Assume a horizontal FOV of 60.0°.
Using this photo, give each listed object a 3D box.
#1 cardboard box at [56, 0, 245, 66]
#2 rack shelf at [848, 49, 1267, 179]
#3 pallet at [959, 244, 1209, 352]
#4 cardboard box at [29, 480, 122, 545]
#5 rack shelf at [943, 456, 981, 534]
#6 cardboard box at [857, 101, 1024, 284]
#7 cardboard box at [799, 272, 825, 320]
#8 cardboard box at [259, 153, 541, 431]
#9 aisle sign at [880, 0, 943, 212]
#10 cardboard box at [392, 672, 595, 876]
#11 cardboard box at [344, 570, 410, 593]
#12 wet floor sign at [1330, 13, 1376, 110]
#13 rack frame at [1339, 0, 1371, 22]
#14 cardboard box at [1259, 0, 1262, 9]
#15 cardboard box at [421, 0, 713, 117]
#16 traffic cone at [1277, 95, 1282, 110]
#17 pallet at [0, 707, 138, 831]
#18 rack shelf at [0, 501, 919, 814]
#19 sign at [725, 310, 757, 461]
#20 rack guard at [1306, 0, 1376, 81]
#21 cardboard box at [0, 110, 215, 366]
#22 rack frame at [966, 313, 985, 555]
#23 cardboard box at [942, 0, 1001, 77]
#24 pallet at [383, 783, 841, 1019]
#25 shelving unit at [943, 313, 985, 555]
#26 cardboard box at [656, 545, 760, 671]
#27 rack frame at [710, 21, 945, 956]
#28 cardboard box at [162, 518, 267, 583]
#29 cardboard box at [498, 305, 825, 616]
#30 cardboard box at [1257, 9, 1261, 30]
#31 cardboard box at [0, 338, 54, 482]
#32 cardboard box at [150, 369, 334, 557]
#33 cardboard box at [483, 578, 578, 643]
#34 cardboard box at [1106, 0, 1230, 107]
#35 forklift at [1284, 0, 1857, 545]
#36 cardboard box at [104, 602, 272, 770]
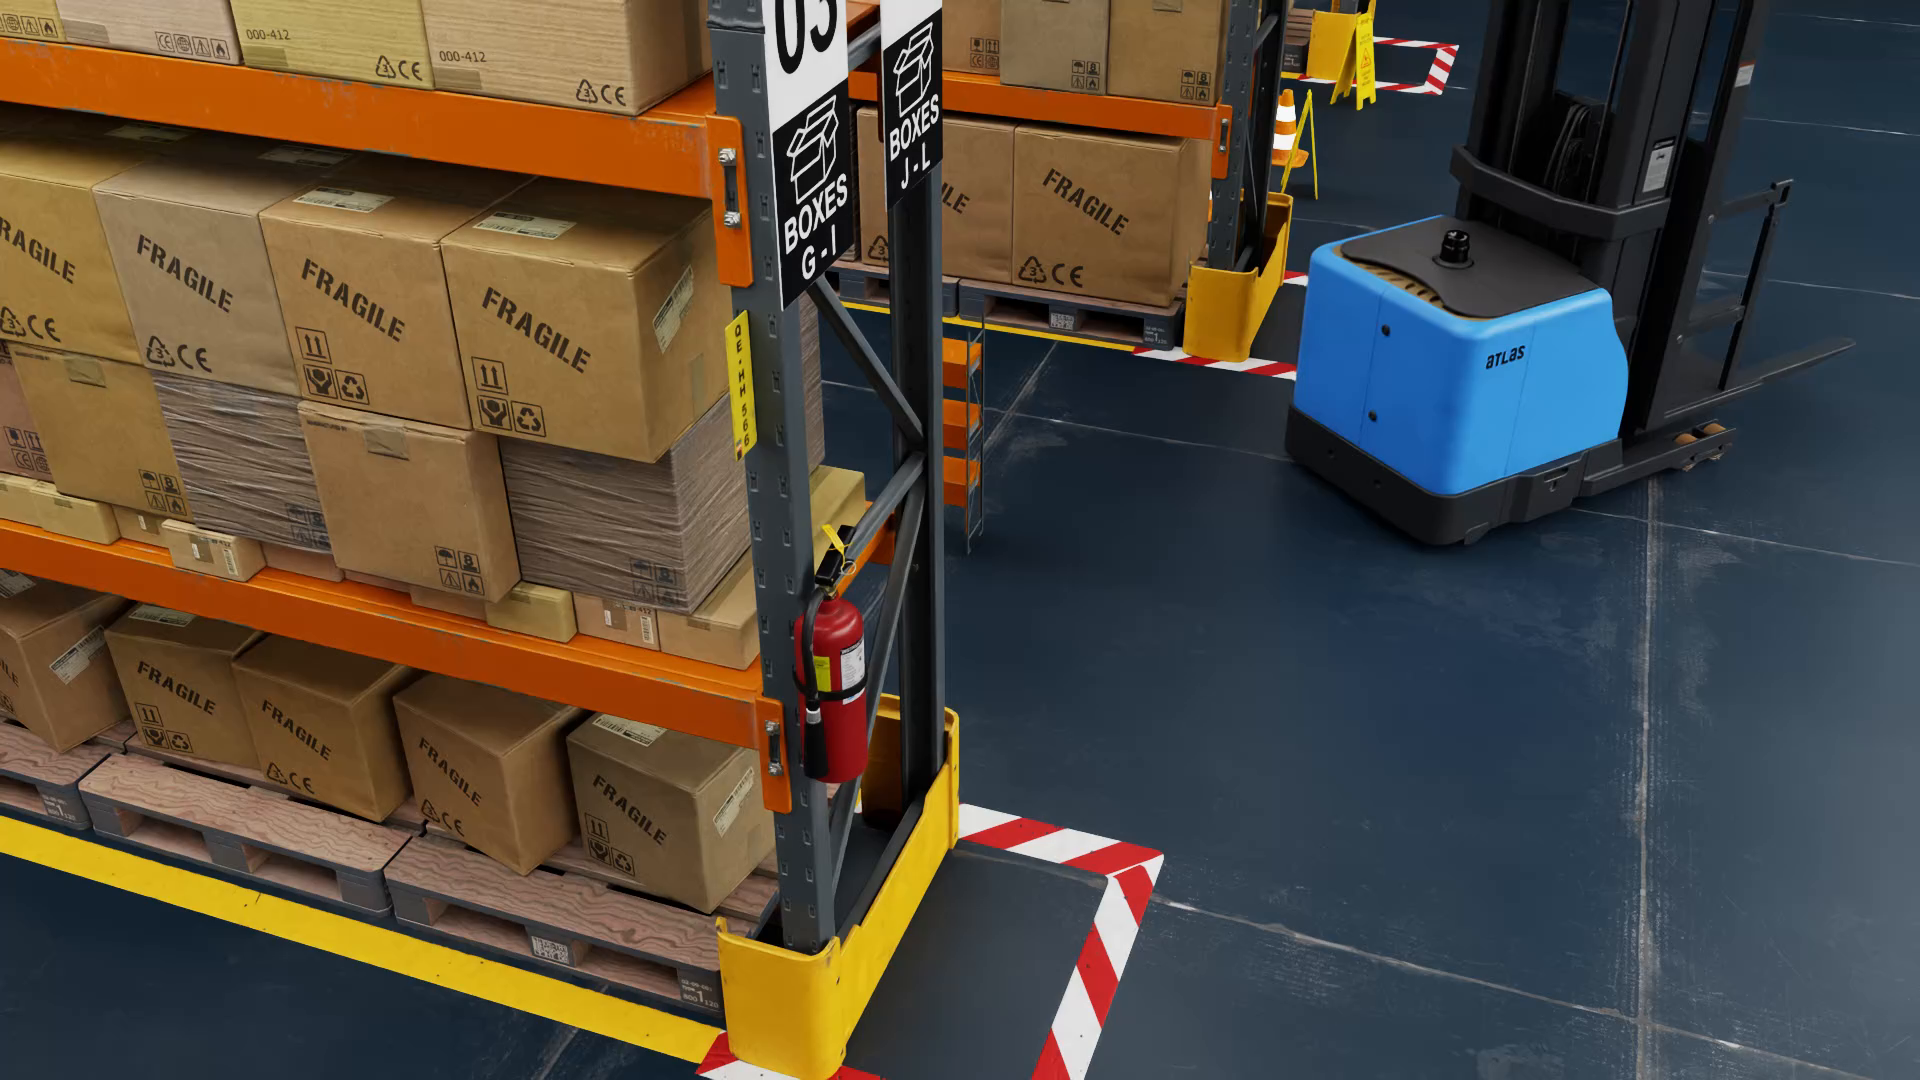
[{"bbox_3d":[-1.763,-1.340,3.932,0.500,0.250,0.500,12,35,18],"label":"cardboard box"},{"bbox_3d":[-0.387,-2.574,9.134,4.000,0.370,1.077,11,34,16],"label":"rack shelf"},{"bbox_3d":[0.717,-1.445,9.294,1.213,0.211,1.003,11,34,16],"label":"pallet"},{"bbox_3d":[-2.521,-0.162,4.967,0.250,0.149,0.380,11,34,16],"label":"cardboard box"},{"bbox_3d":[-0.050,-0.208,7.137,0.240,0.259,0.215,11,34,16],"label":"rack shelf"},{"bbox_3d":[0.006,-2.044,9.223,0.875,0.875,0.875,10,34,16],"label":"cardboard box"},{"bbox_3d":[-0.699,-0.823,4.471,0.500,0.500,0.500,11,34,16],"label":"cardboard box"},{"bbox_3d":[-1.346,-0.646,4.197,0.500,0.500,0.500,11,34,16],"label":"cardboard box"},{"bbox_3d":[-0.113,-1.230,3.993,0.004,0.787,0.394,11,34,16],"label":"aisle sign"},{"bbox_3d":[-1.429,0.663,5.375,0.500,0.500,0.500,21,38,29],"label":"cardboard box"},{"bbox_3d":[-1.550,-0.023,4.752,0.250,0.149,0.380,11,34,16],"label":"cardboard box"},{"bbox_3d":[2.889,-3.486,12.054,0.232,0.644,0.267,24,40,32],"label":"wet floor sign"},{"bbox_3d":[3.071,-5.056,12.316,0.127,3.000,1.000,11,34,16],"label":"rack frame"},{"bbox_3d":[2.228,-4.406,12.765,0.500,0.500,0.500,11,35,17],"label":"cardboard box"},{"bbox_3d":[-0.812,-1.152,3.641,0.500,0.250,0.500,12,35,18],"label":"cardboard box"},{"bbox_3d":[2.231,-3.410,12.106,0.334,0.463,0.336,11,34,16],"label":"traffic cone"},{"bbox_3d":[-3.394,0.548,6.206,1.213,0.211,1.003,11,34,16],"label":"pallet"},{"bbox_3d":[-2.155,-0.060,5.240,4.000,0.370,1.077,11,34,16],"label":"rack shelf"},{"bbox_3d":[-0.479,-0.336,3.645,0.005,0.325,0.100,11,34,16],"label":"sign"},{"bbox_3d":[2.999,-4.020,13.015,0.348,0.500,1.175,11,34,16],"label":"rack guard"},{"bbox_3d":[-2.284,-0.835,4.489,0.500,0.500,0.500,11,34,16],"label":"cardboard box"},{"bbox_3d":[0.064,-0.429,6.946,0.008,1.050,0.200,11,34,16],"label":"rack frame"},{"bbox_3d":[0.121,-2.874,8.798,0.550,0.550,0.875,11,34,16],"label":"cardboard box"},{"bbox_3d":[-1.097,0.995,5.515,1.213,0.211,1.003,11,34,16],"label":"pallet"},{"bbox_3d":[-0.050,-0.451,6.980,0.252,1.050,0.215,11,34,16],"label":"shelving unit"},{"bbox_3d":[-0.611,0.163,4.464,0.250,0.149,0.380,11,34,16],"label":"cardboard box"},{"bbox_3d":[-0.273,0.004,4.478,0.127,3.000,1.000,11,34,16],"label":"rack frame"},{"bbox_3d":[-2.058,-0.058,4.806,0.250,0.149,0.380,11,34,16],"label":"cardboard box"},{"bbox_3d":[-0.781,-0.278,4.548,0.500,0.500,0.875,11,34,16],"label":"cardboard box"},{"bbox_3d":[2.196,-4.092,12.971,0.500,0.250,0.500,11,34,16],"label":"cardboard box"},{"bbox_3d":[-2.672,-0.632,5.096,0.500,0.500,0.875,11,34,16],"label":"cardboard box"},{"bbox_3d":[-1.748,-0.421,4.771,0.500,0.500,0.875,11,34,16],"label":"cardboard box"},{"bbox_3d":[-1.098,0.097,4.566,0.250,0.149,0.380,11,34,16],"label":"cardboard box"},{"bbox_3d":[1.131,-2.618,8.401,0.550,0.550,0.875,11,34,16],"label":"cardboard box"},{"bbox_3d":[3.050,-1.786,7.314,3.031,2.935,1.130,-18,37,-25],"label":"forklift"},{"bbox_3d":[-2.522,0.414,5.761,0.500,0.500,0.500,8,34,12],"label":"cardboard box"}]
